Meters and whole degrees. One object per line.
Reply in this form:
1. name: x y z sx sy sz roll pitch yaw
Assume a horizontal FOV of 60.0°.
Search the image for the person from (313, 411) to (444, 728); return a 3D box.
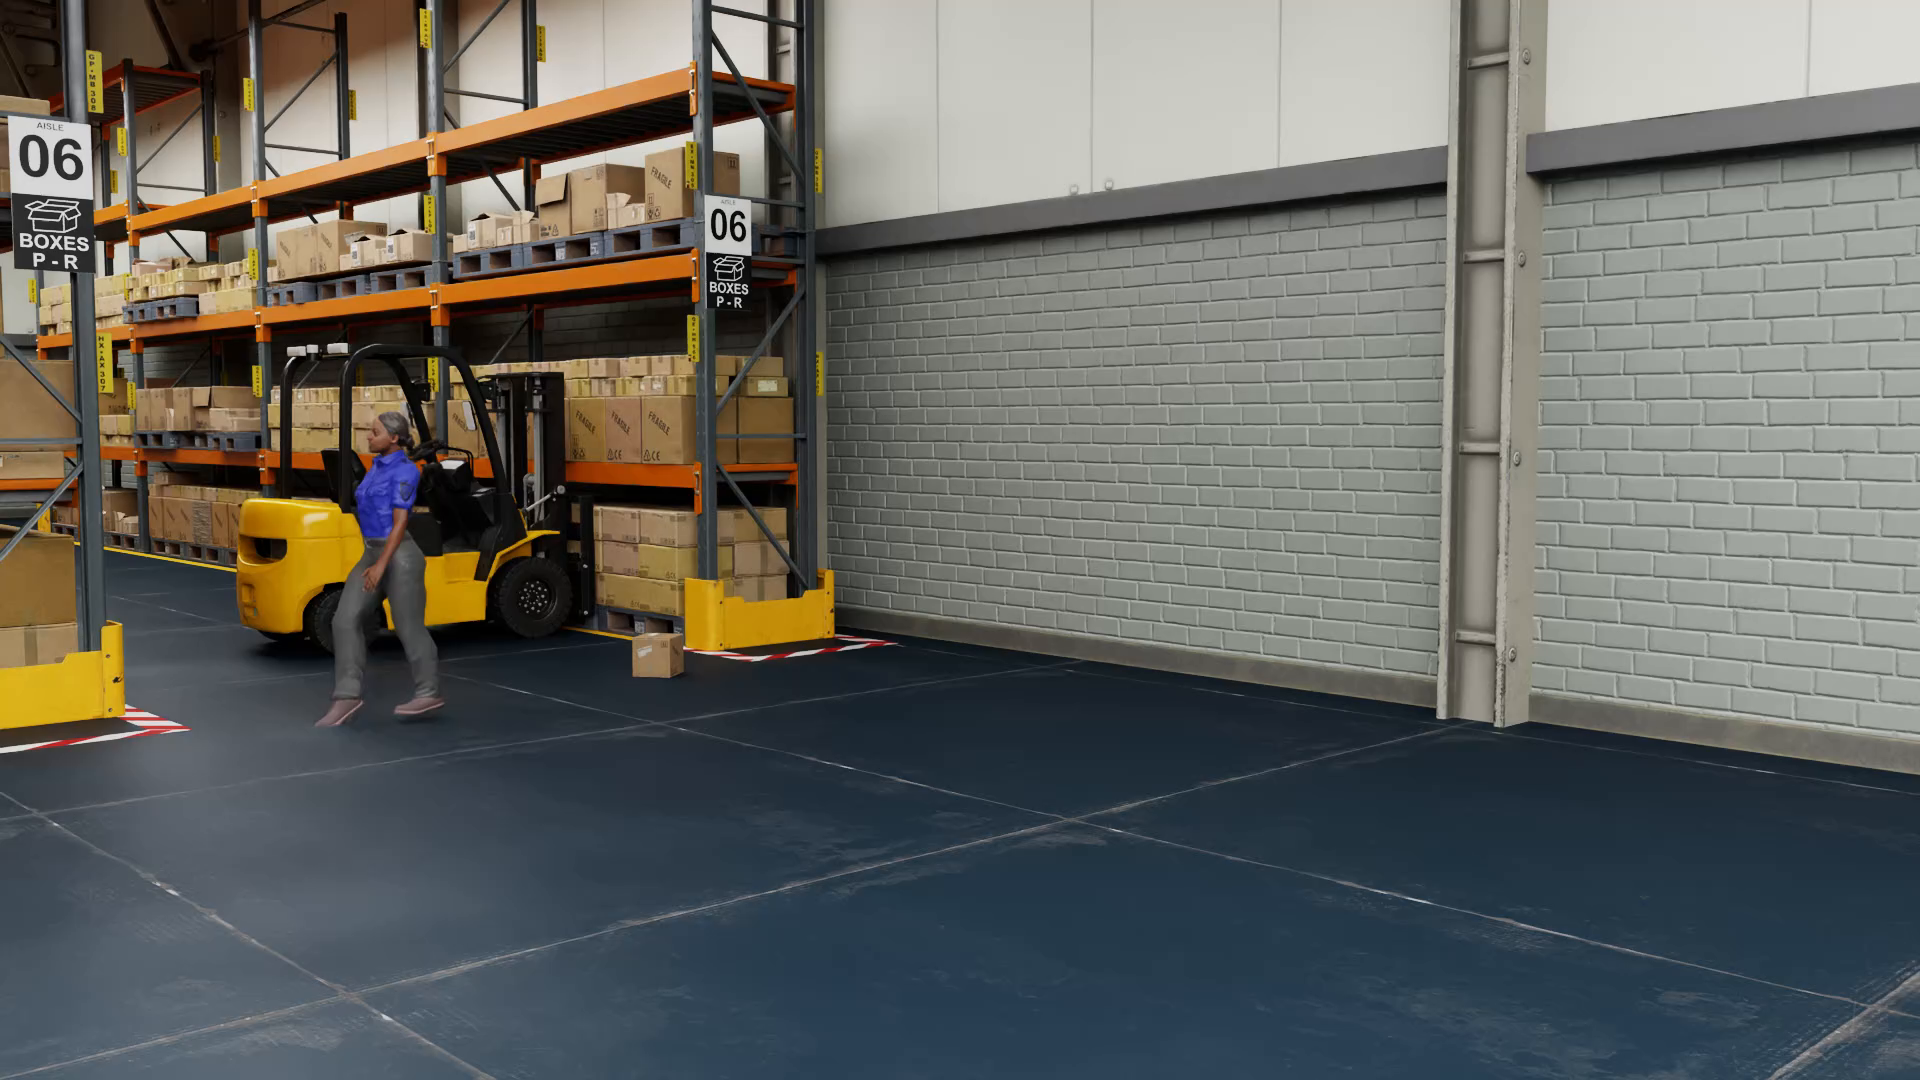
1. person: -3.092 0.164 8.876 0.448 1.699 0.657 4 5 42
